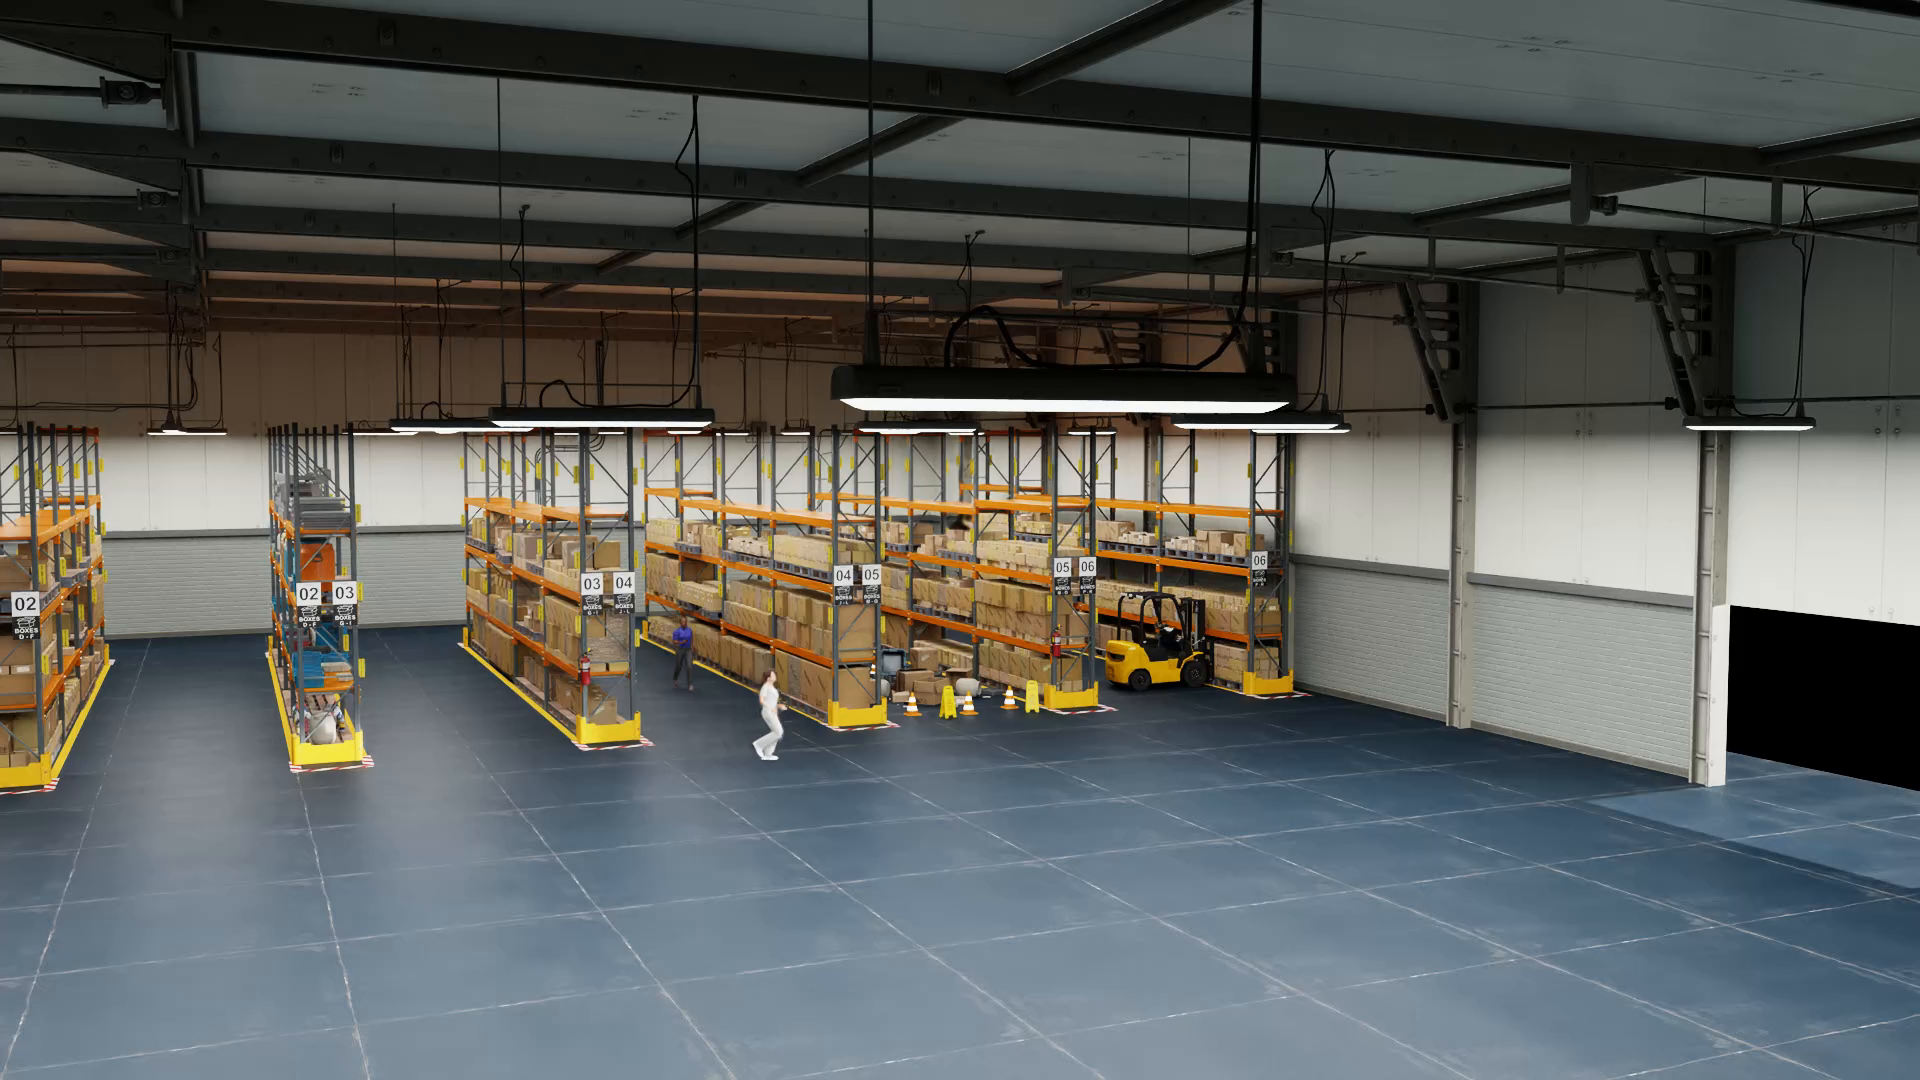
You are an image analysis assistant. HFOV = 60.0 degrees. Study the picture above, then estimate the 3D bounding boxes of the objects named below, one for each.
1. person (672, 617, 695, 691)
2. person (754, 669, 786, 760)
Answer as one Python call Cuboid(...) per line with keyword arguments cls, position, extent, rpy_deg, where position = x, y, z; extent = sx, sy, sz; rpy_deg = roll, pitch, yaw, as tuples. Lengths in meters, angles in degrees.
Cuboid(cls="person", position=(-6.270, 2.568, 37.765), extent=(0.575, 1.645, 0.938), rpy_deg=(-2, 4, -28))
Cuboid(cls="person", position=(-3.355, 3.101, 29.545), extent=(0.503, 1.624, 0.543), rpy_deg=(0, 3, 4))
